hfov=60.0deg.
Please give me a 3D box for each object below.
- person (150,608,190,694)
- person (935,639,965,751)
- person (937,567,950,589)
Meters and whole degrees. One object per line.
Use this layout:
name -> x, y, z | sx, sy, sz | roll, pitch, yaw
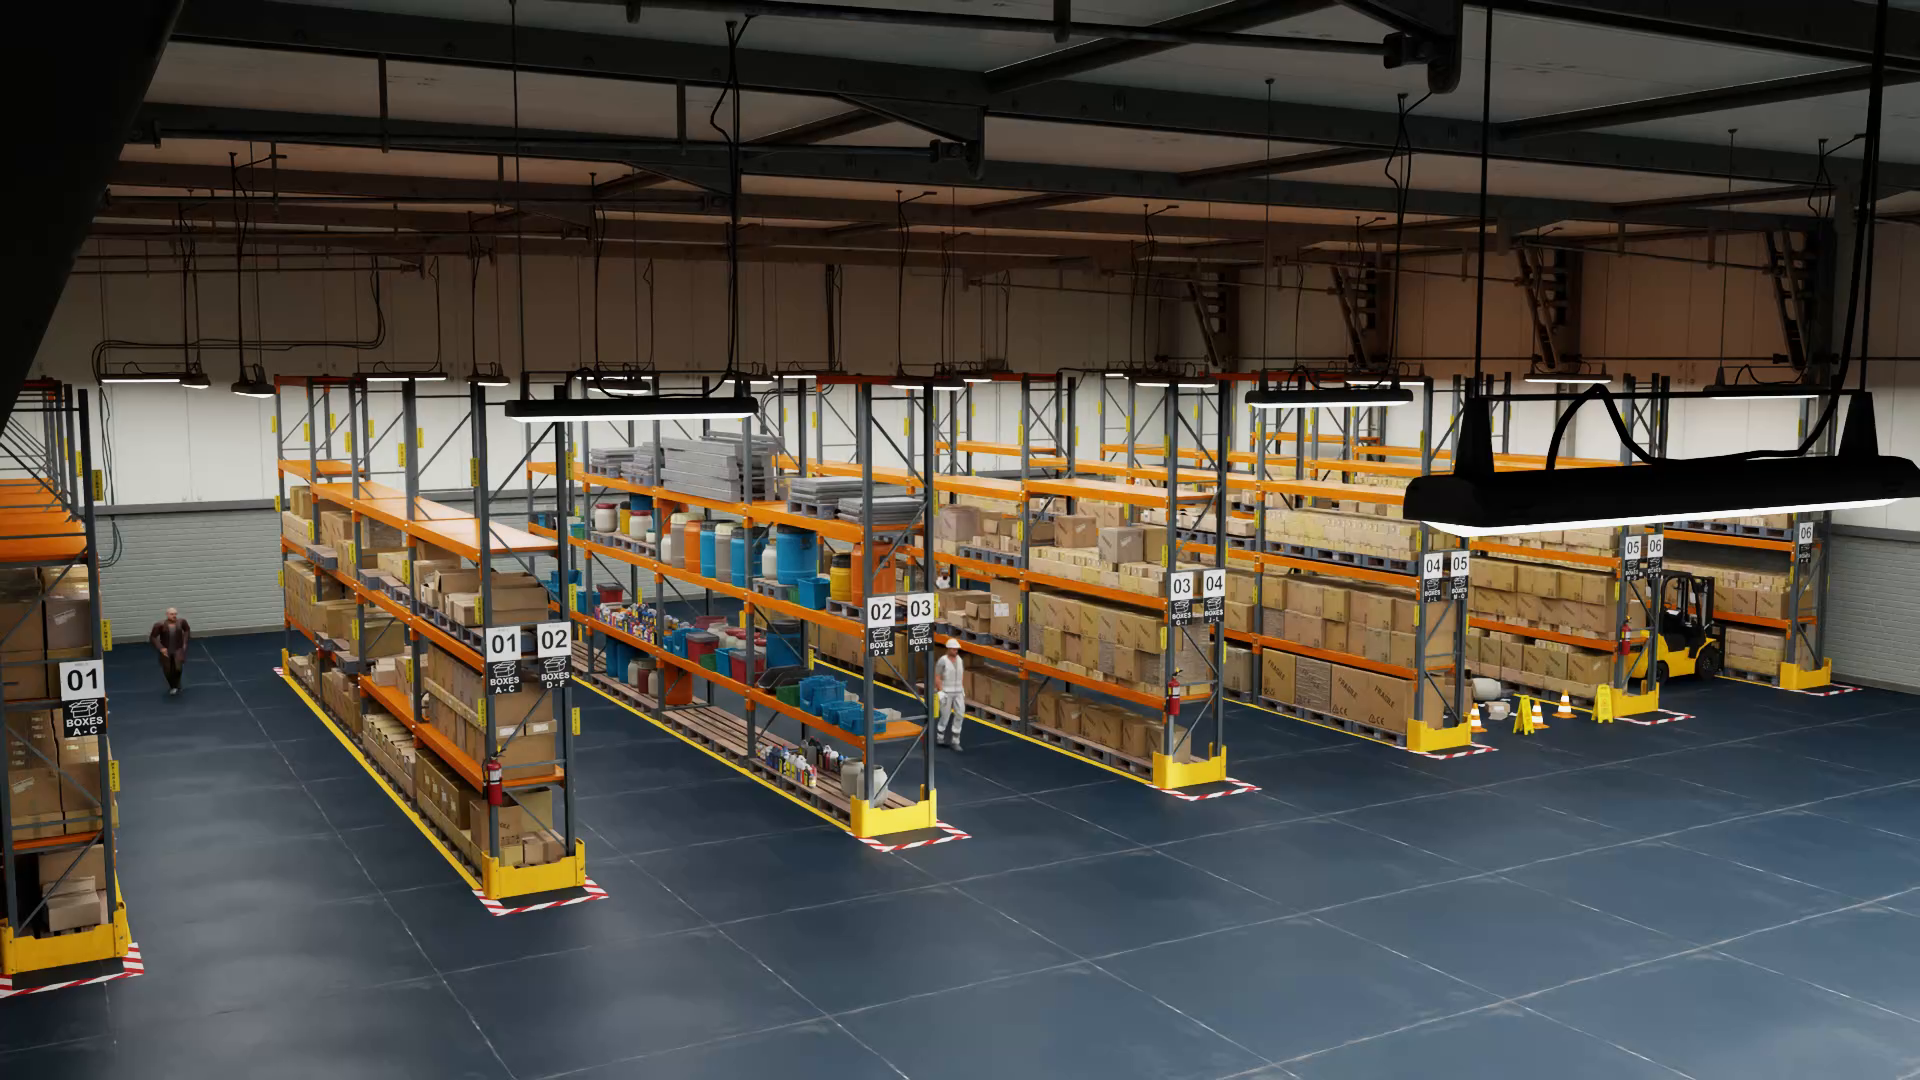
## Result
person -> -14.838, 2.085, 31.274 | 0.687, 1.683, 0.666 | -3, 7, -23
person -> -0.124, 2.518, 27.049 | 0.616, 1.822, 0.657 | -4, 7, -32
person -> -0.361, 1.376, 38.054 | 0.613, 1.605, 0.737 | -2, 7, -20
